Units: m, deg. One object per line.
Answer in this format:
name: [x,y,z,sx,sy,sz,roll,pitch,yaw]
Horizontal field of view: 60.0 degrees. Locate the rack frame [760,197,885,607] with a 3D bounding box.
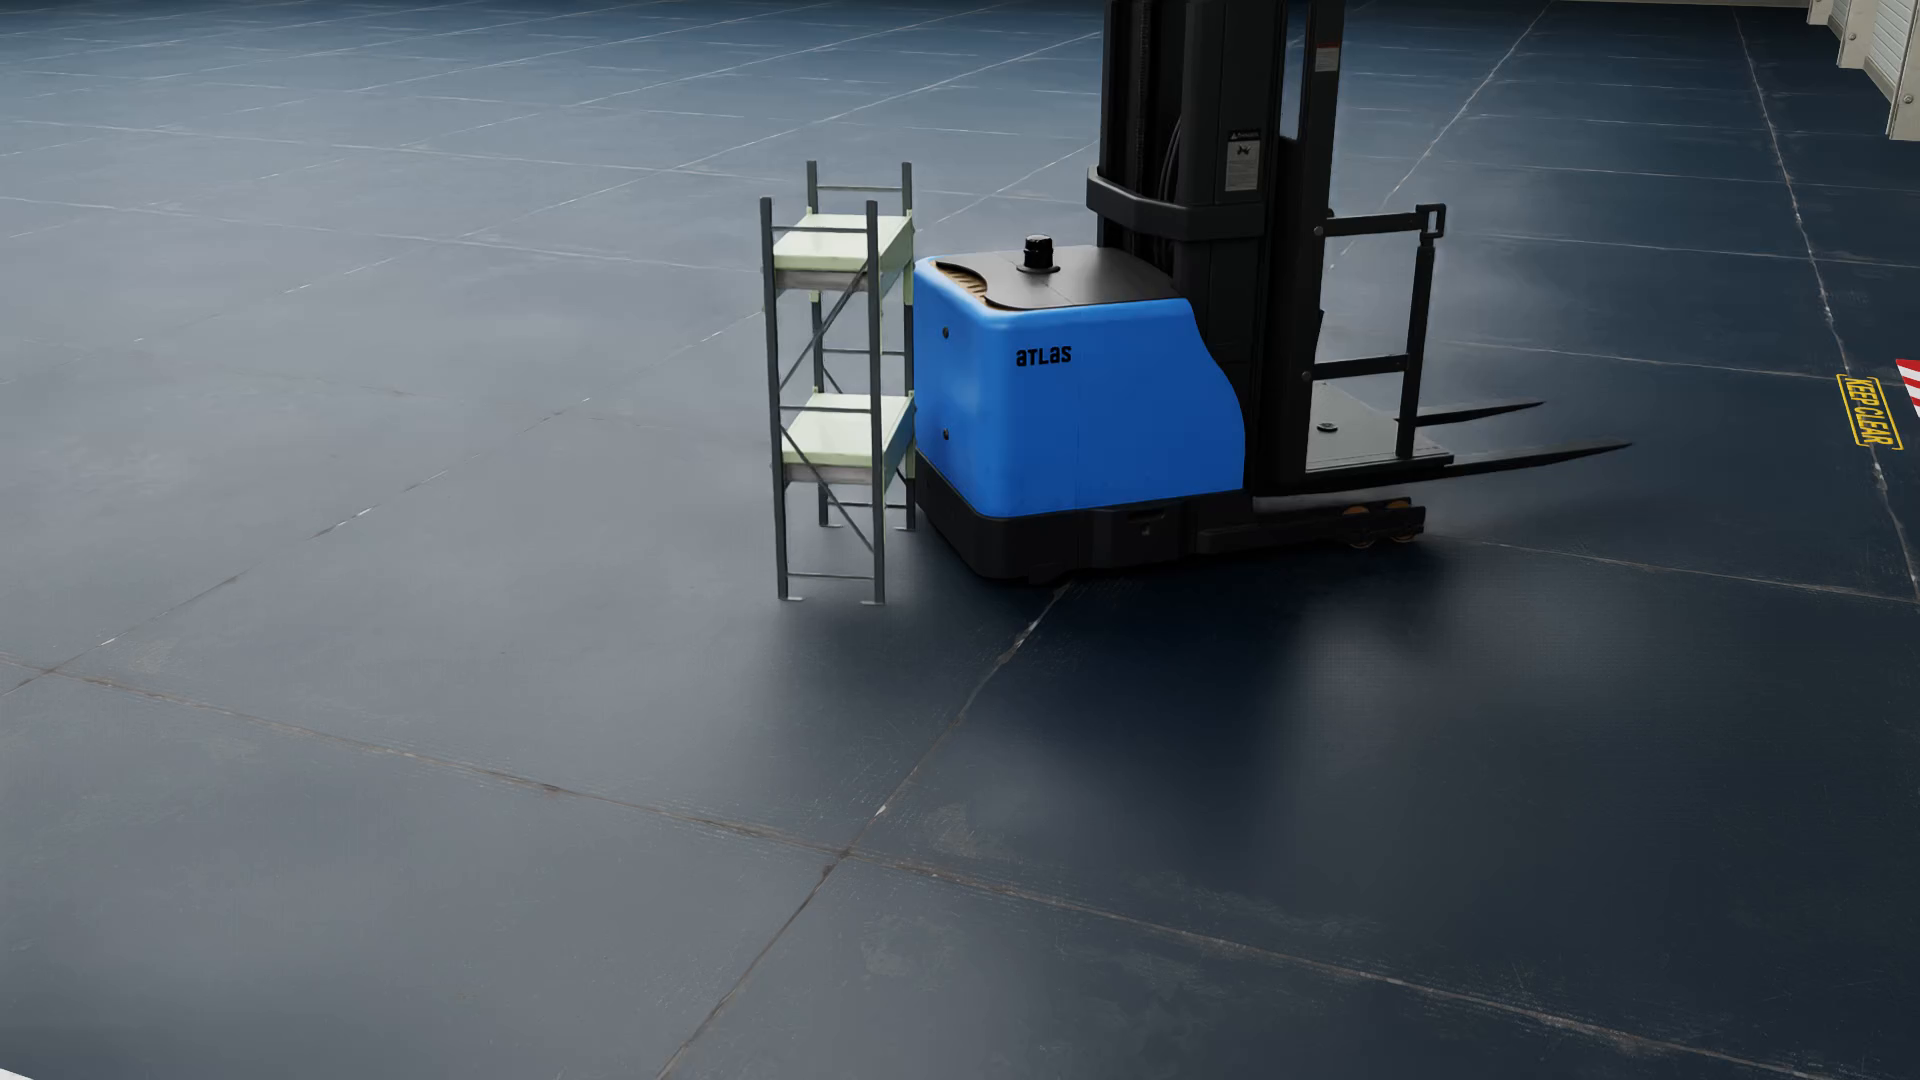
rack frame: [-0.479,-0.459,5.903,0.400,1.500,0.023,3,23,7]

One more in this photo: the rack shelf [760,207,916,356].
rack shelf: [-0.430,-0.959,6.088,0.431,0.370,0.720,3,23,7]

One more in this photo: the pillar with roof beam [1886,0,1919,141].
pillar with roof beam: [5.137,-8.658,15.802,9.100,9.000,0.400,9,24,20]

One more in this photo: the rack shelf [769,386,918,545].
rack shelf: [-0.430,-0.298,6.364,0.431,0.370,0.720,3,23,7]

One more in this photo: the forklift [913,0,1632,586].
forklift: [1.359,-1.503,6.546,3.031,2.935,1.130,-7,24,-17]

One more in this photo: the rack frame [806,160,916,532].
rack frame: [-0.382,-0.739,6.573,0.400,1.500,0.023,3,23,7]

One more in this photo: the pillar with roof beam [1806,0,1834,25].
pillar with roof beam: [9.594,-12.952,26.083,9.100,9.000,0.400,9,24,20]

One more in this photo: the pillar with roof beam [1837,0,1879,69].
pillar with roof beam: [7.366,-10.805,20.943,9.100,9.000,0.400,9,24,20]

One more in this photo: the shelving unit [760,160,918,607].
shelving unit: [-0.430,-0.599,6.238,0.431,1.500,0.755,3,23,7]
